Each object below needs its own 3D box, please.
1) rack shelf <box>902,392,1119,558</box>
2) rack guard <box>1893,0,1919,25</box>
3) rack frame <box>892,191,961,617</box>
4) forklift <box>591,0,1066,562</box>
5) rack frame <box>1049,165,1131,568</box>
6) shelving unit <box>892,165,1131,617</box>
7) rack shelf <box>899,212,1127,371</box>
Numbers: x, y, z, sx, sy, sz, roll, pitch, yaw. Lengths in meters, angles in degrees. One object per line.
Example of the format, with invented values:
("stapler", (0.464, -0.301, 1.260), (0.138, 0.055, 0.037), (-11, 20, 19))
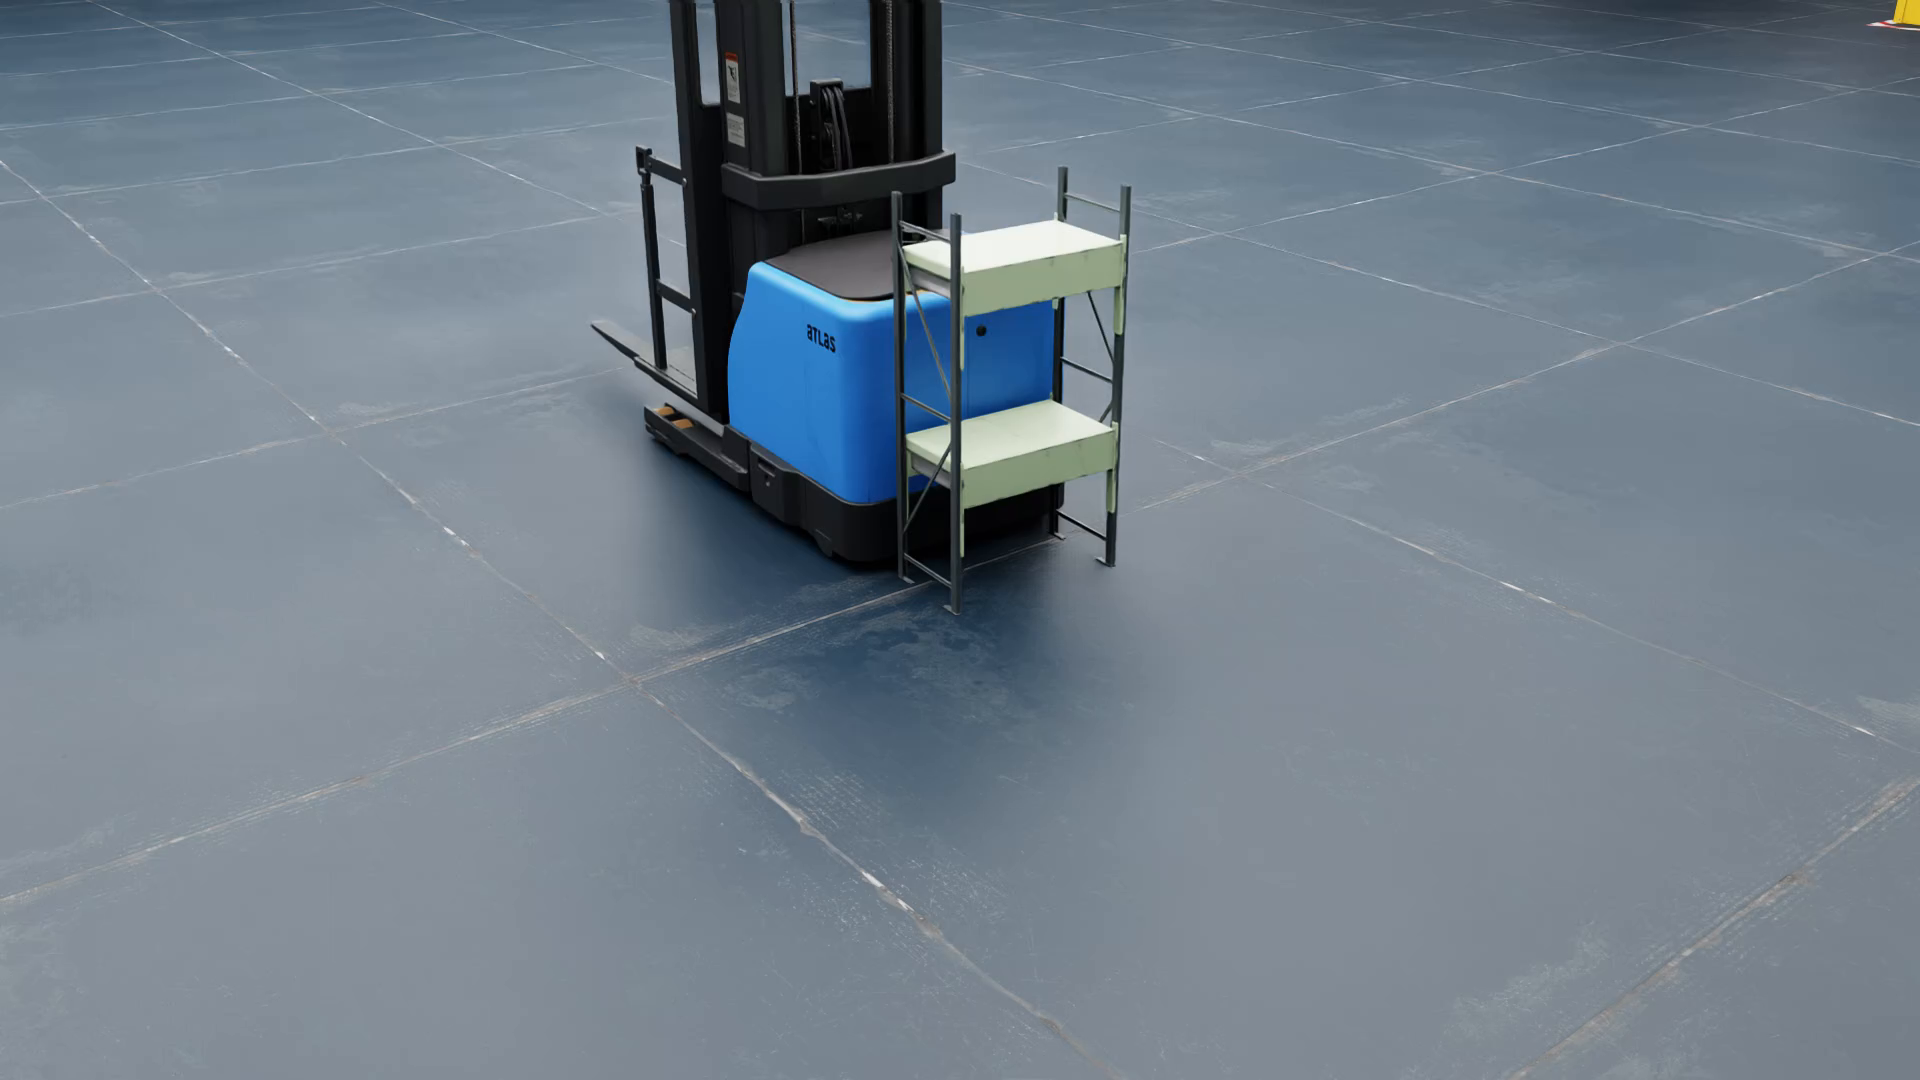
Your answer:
("rack shelf", (0.185, -0.260, 6.303), (0.720, 0.370, 0.431), (-16, 29, -31))
("rack guard", (11.984, -6.469, 20.094), (0.348, 0.500, 1.175), (-18, 31, -34))
("rack frame", (-0.117, -0.468, 5.978), (0.023, 1.500, 0.400), (-16, 29, -31))
("forklift", (-0.806, -1.814, 7.178), (1.130, 2.935, 3.031), (-16, 29, -30))
("rack frame", (0.486, -0.643, 6.353), (0.023, 1.500, 0.400), (-16, 29, -31))
("shelving unit", (0.185, -0.555, 6.165), (0.755, 1.500, 0.431), (-16, 29, -31))
("rack shelf", (0.185, -0.909, 6.001), (0.720, 0.370, 0.431), (-16, 29, -31))
